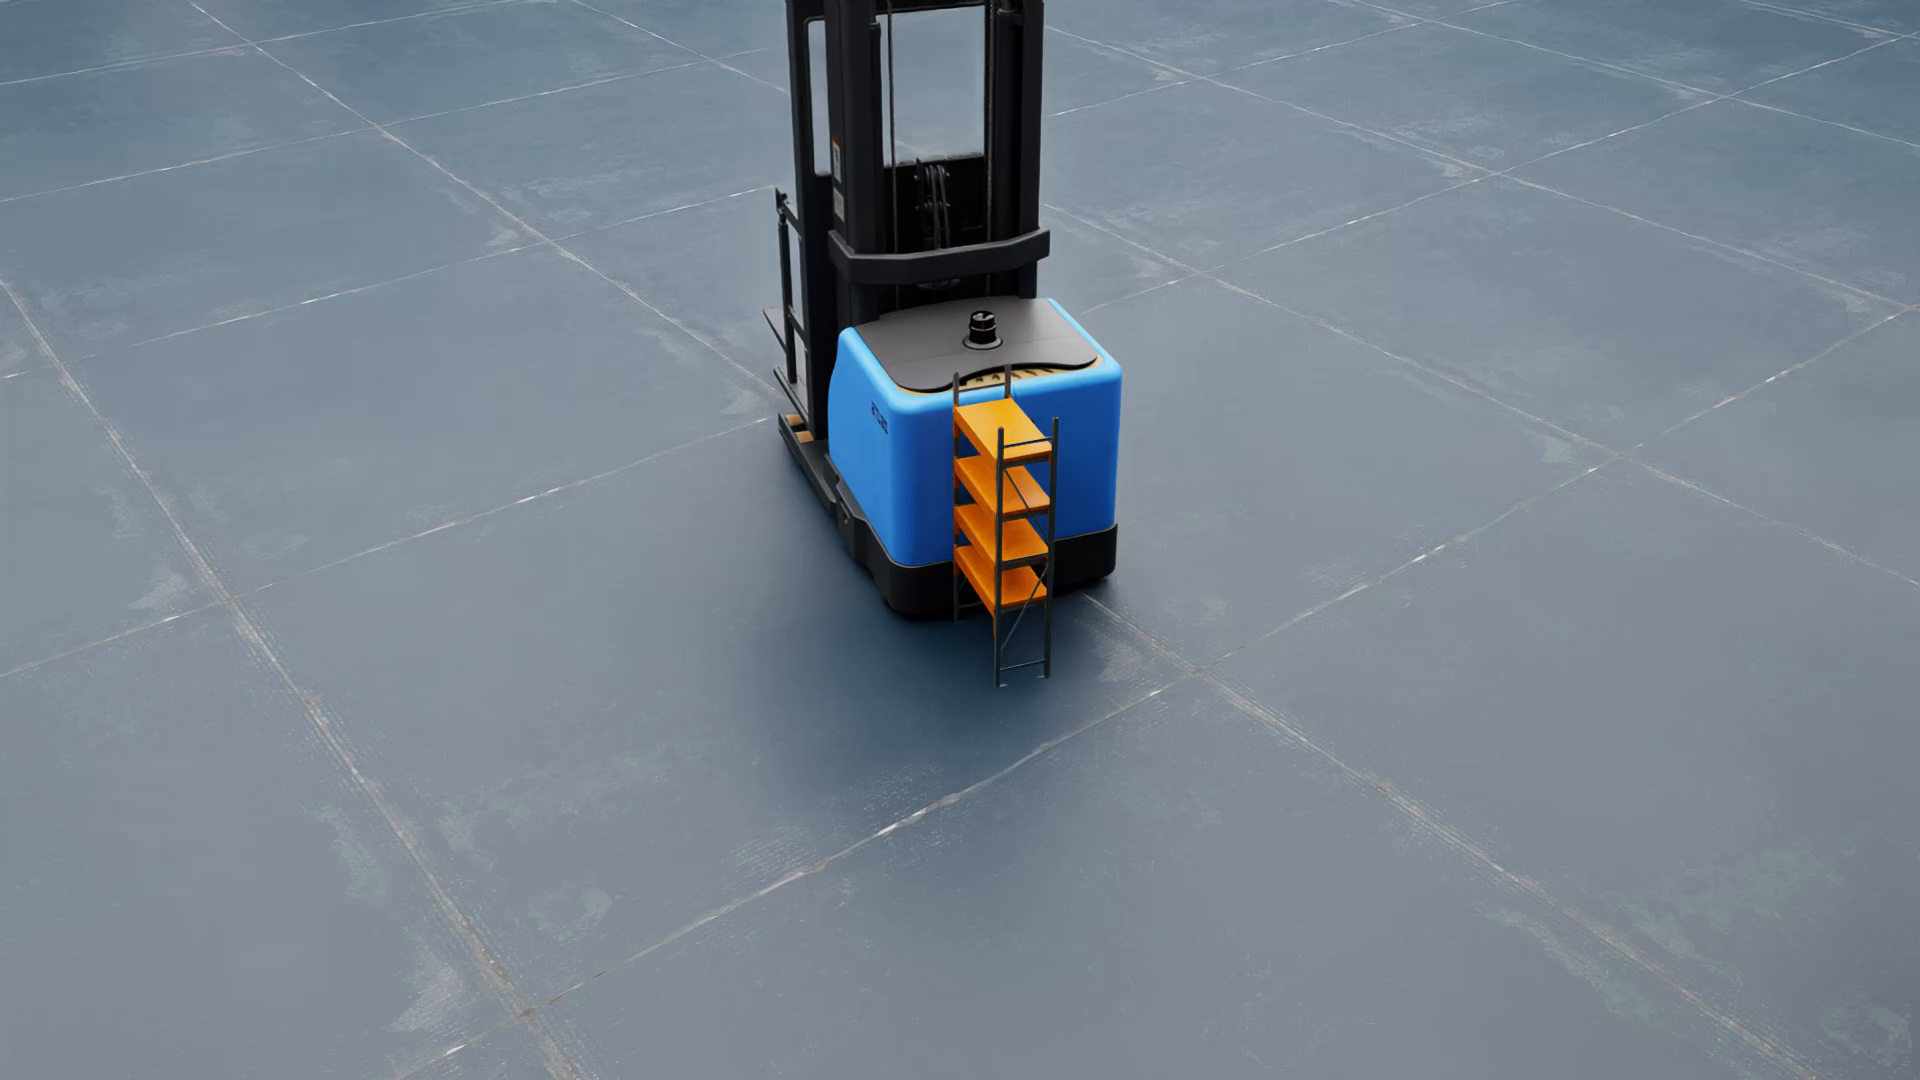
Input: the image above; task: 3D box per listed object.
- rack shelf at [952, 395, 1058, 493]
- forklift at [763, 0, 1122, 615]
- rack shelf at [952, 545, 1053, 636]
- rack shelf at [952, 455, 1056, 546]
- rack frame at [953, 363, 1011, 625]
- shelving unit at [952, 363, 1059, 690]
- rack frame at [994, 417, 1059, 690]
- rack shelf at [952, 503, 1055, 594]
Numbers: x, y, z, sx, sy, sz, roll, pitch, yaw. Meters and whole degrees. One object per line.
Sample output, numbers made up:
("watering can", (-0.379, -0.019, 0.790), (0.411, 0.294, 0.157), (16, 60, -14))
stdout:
("rack shelf", (0.170, -0.381, 6.481), (0.258, 0.148, 0.480), (-11, 33, -17))
("forklift", (-0.286, -1.694, 7.699), (1.130, 2.935, 3.031), (-11, 33, -17))
("rack shelf", (0.170, 0.179, 6.829), (0.258, 0.148, 0.480), (-11, 33, -17))
("rack shelf", (0.170, -0.180, 6.606), (0.258, 0.148, 0.480), (-11, 33, -17))
("rack frame", (0.087, -0.168, 6.883), (0.240, 1.200, 0.015), (-11, 33, -17))
("shelving unit", (0.170, -0.047, 6.688), (0.258, 1.200, 0.503), (-11, 33, -17))
("rack frame", (0.254, 0.074, 6.493), (0.240, 1.200, 0.015), (-11, 33, -17))
("rack shelf", (0.170, 0.010, 6.724), (0.258, 0.148, 0.480), (-11, 33, -17))
